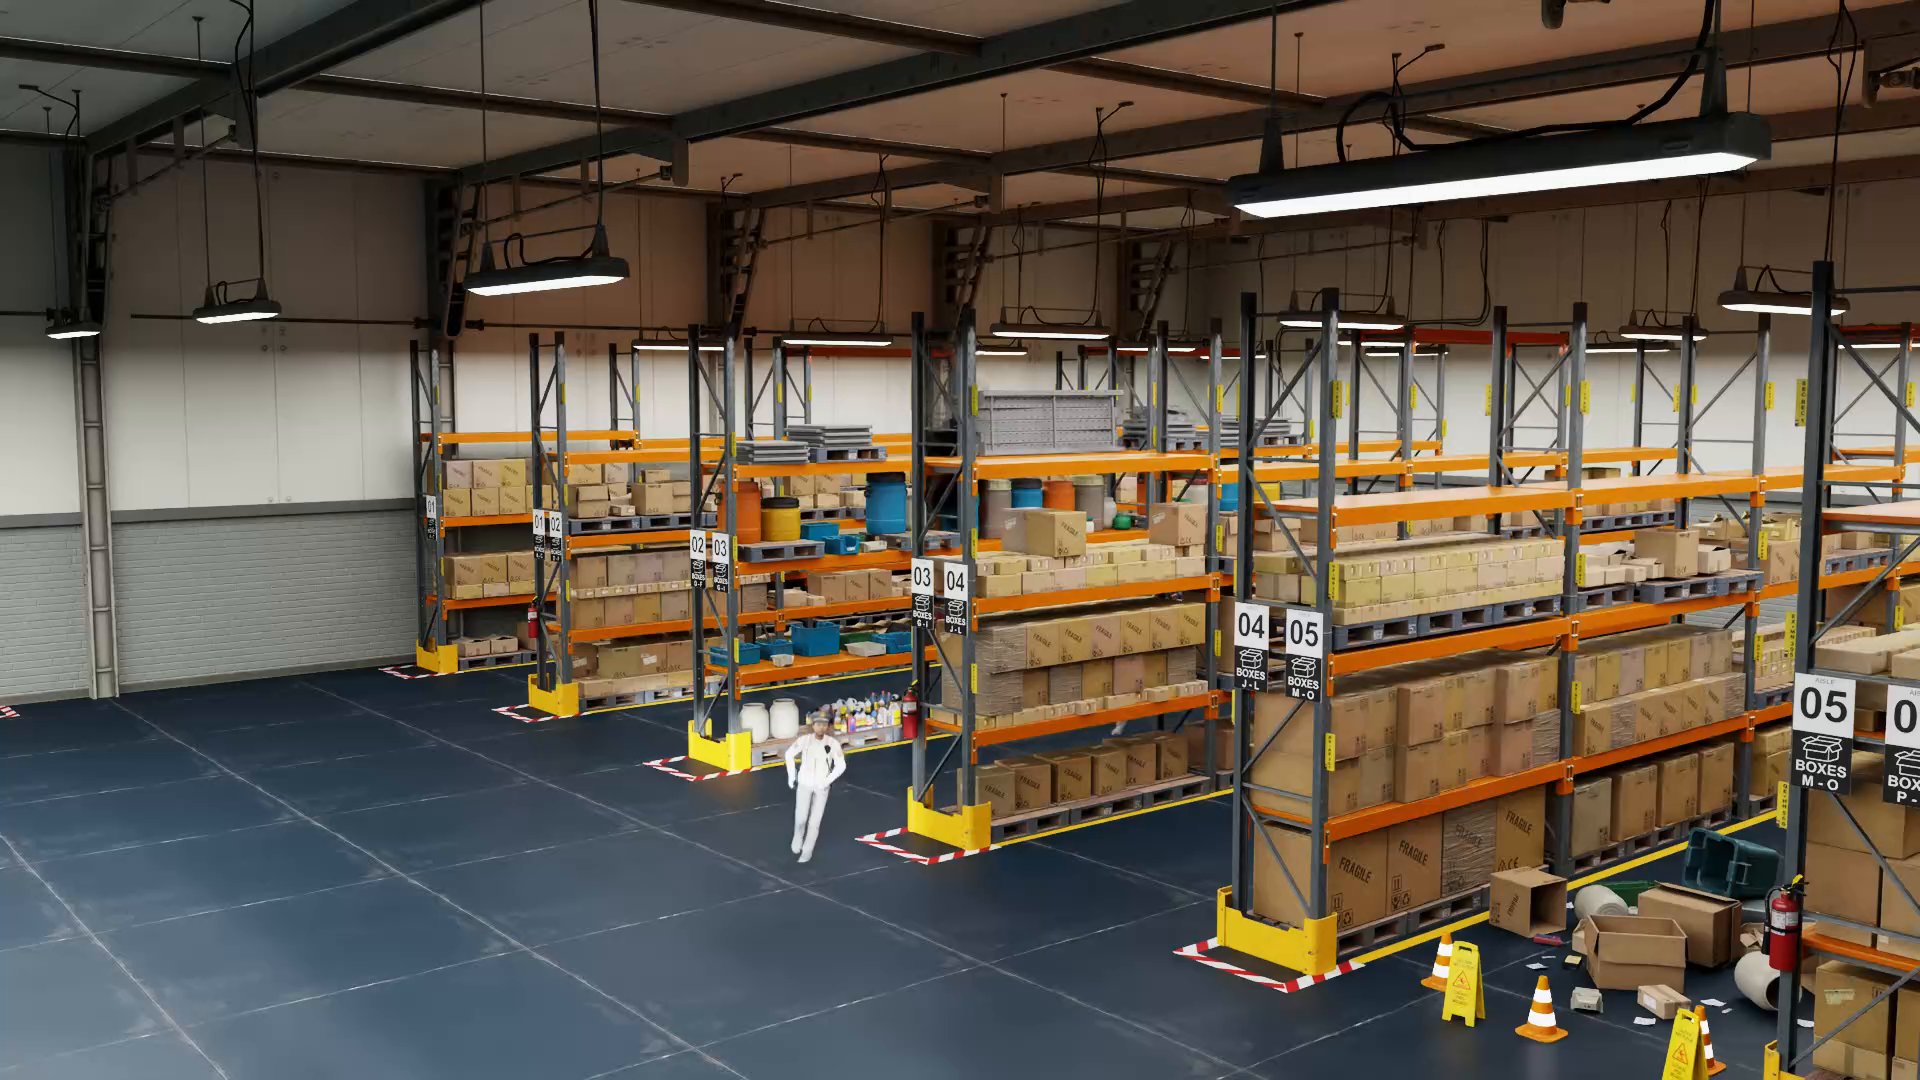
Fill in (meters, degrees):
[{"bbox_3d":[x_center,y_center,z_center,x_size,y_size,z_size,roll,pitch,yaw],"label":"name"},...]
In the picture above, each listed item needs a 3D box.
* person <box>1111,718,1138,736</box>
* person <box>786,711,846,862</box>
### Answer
[{"bbox_3d":[2.437,1.938,24.131,0.600,1.681,0.892,4,6,35],"label":"person"},{"bbox_3d":[-1.569,2.679,18.107,0.660,1.653,0.469,0,5,-5],"label":"person"}]
